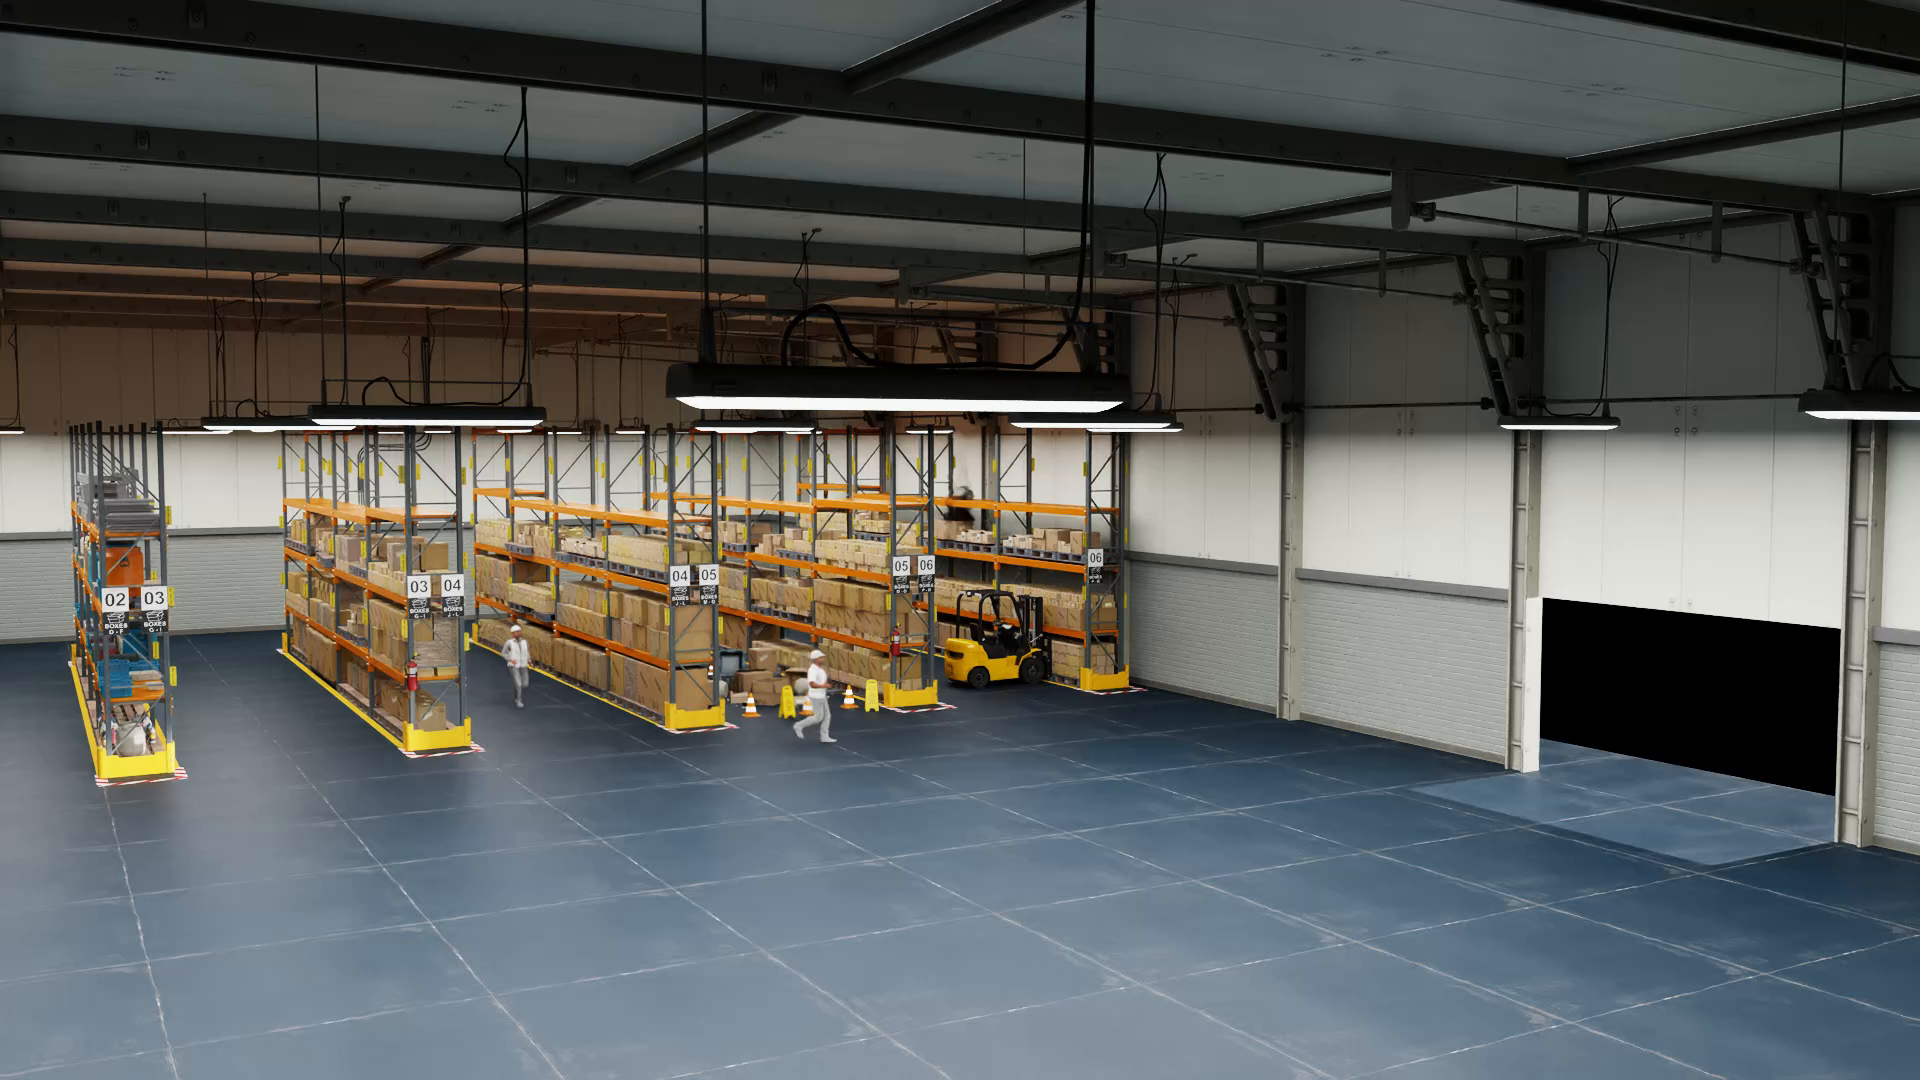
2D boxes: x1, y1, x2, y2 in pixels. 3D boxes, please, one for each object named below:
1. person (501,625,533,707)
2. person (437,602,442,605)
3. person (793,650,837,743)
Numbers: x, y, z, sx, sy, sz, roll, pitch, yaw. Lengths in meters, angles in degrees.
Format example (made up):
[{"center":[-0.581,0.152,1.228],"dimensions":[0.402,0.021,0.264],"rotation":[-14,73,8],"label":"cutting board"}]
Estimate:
[{"center":[-9.442,2.679,35.434],"dimensions":[0.661,1.733,0.588],"rotation":[-3,5,-40],"label":"person"},{"center":[-13.585,2.148,44.167],"dimensions":[0.648,1.687,0.590],"rotation":[-2,4,-26],"label":"person"},{"center":[-2.704,2.923,31.069],"dimensions":[0.822,1.741,0.715],"rotation":[0,4,7],"label":"person"}]
